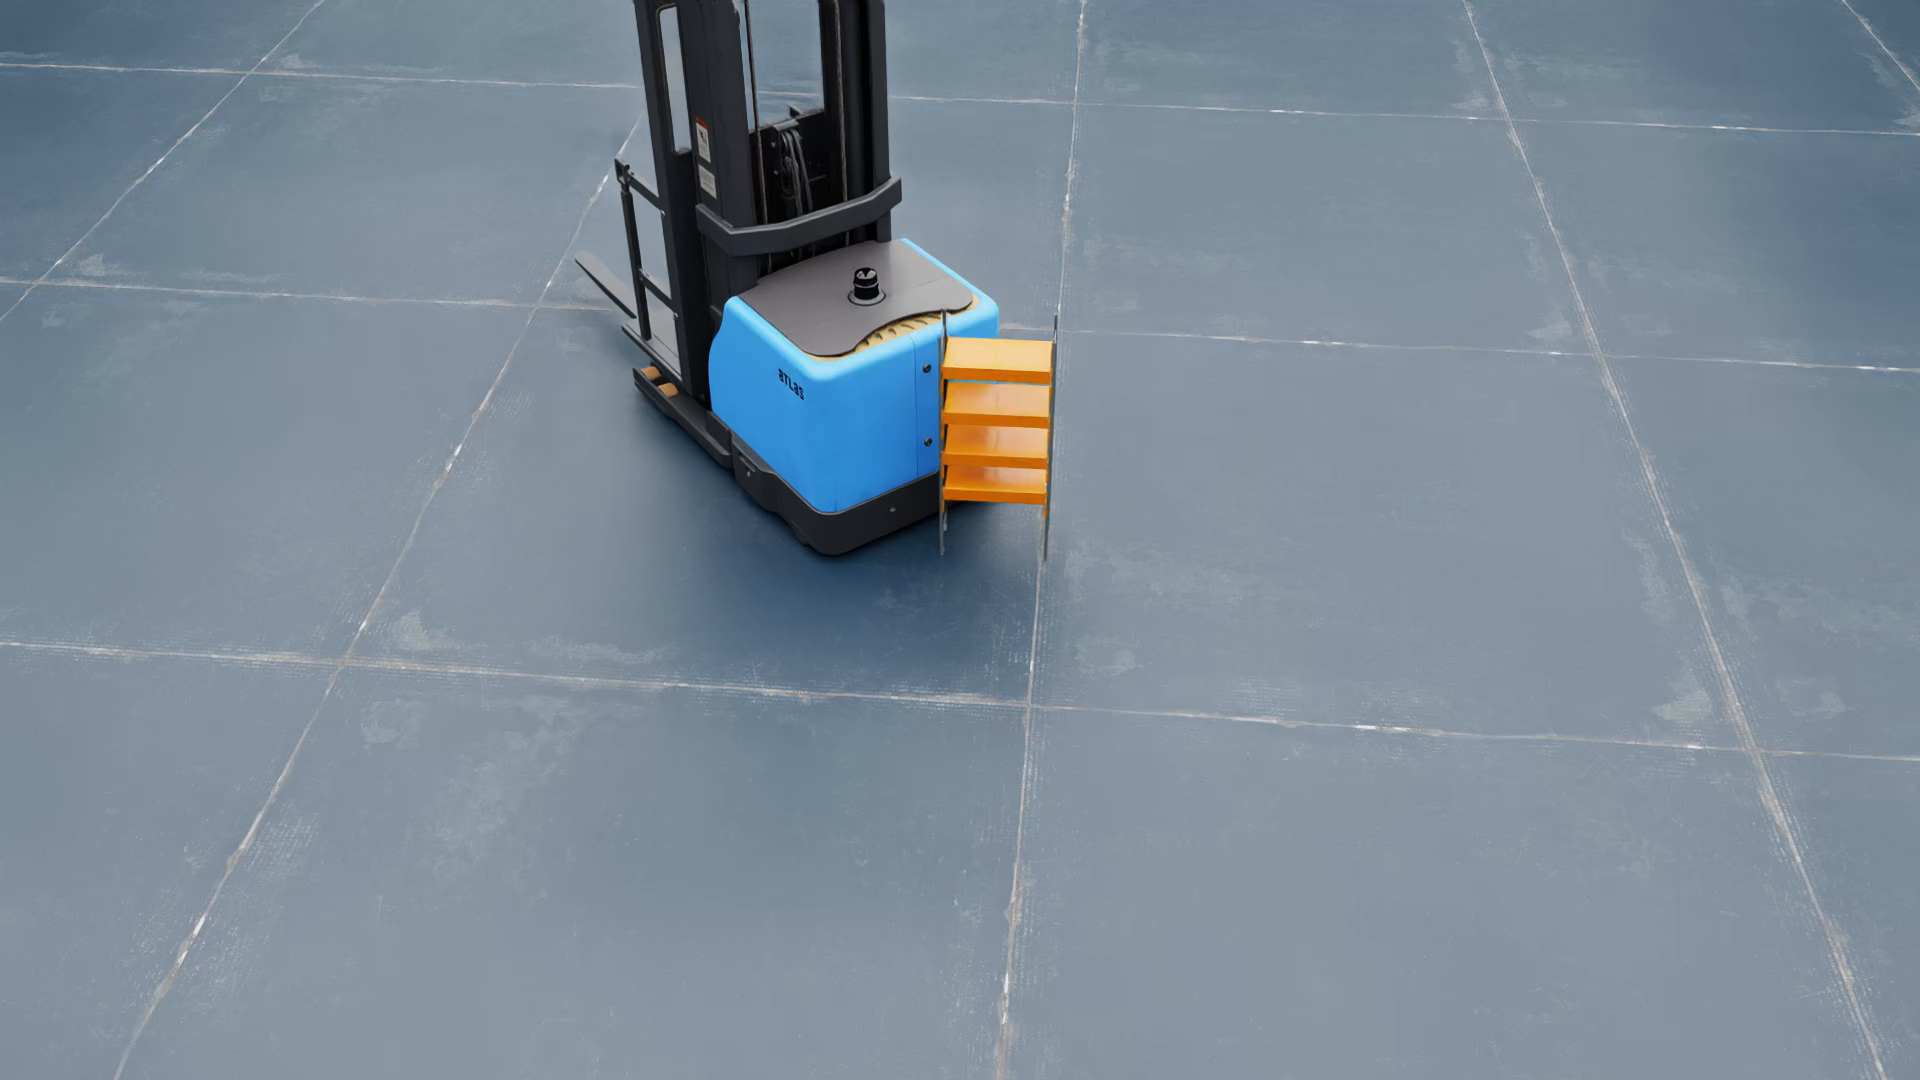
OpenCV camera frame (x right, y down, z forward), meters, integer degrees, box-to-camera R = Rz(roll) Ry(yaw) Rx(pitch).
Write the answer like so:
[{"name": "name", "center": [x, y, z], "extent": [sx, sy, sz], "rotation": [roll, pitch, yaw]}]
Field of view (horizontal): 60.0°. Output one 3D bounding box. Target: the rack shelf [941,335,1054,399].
[{"name": "rack shelf", "center": [0.167, -0.760, 7.281], "extent": [0.480, 0.148, 0.258], "rotation": [3, 39, 4]}]

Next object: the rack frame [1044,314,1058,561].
[{"name": "rack frame", "center": [0.410, -0.443, 7.513], "extent": [0.015, 1.200, 0.240], "rotation": [3, 39, 4]}]

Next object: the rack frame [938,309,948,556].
[{"name": "rack frame", "center": [-0.077, -0.468, 7.544], "extent": [0.015, 1.200, 0.240], "rotation": [3, 39, 4]}]

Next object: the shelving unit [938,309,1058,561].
[{"name": "shelving unit", "center": [0.167, -0.455, 7.529], "extent": [0.503, 1.200, 0.258], "rotation": [3, 39, 4]}]

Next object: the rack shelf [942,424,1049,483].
[{"name": "rack shelf", "center": [0.167, -0.403, 7.571], "extent": [0.480, 0.148, 0.258], "rotation": [3, 39, 4]}]

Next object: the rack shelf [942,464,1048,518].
[{"name": "rack shelf", "center": [0.167, -0.249, 7.696], "extent": [0.480, 0.148, 0.258], "rotation": [3, 39, 4]}]

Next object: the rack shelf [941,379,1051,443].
[{"name": "rack shelf", "center": [0.167, -0.577, 7.430], "extent": [0.480, 0.148, 0.258], "rotation": [3, 39, 4]}]

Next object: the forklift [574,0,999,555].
[{"name": "forklift", "center": [-1.073, -1.955, 8.000], "extent": [1.130, 2.935, 3.031], "rotation": [-24, 45, -27]}]
